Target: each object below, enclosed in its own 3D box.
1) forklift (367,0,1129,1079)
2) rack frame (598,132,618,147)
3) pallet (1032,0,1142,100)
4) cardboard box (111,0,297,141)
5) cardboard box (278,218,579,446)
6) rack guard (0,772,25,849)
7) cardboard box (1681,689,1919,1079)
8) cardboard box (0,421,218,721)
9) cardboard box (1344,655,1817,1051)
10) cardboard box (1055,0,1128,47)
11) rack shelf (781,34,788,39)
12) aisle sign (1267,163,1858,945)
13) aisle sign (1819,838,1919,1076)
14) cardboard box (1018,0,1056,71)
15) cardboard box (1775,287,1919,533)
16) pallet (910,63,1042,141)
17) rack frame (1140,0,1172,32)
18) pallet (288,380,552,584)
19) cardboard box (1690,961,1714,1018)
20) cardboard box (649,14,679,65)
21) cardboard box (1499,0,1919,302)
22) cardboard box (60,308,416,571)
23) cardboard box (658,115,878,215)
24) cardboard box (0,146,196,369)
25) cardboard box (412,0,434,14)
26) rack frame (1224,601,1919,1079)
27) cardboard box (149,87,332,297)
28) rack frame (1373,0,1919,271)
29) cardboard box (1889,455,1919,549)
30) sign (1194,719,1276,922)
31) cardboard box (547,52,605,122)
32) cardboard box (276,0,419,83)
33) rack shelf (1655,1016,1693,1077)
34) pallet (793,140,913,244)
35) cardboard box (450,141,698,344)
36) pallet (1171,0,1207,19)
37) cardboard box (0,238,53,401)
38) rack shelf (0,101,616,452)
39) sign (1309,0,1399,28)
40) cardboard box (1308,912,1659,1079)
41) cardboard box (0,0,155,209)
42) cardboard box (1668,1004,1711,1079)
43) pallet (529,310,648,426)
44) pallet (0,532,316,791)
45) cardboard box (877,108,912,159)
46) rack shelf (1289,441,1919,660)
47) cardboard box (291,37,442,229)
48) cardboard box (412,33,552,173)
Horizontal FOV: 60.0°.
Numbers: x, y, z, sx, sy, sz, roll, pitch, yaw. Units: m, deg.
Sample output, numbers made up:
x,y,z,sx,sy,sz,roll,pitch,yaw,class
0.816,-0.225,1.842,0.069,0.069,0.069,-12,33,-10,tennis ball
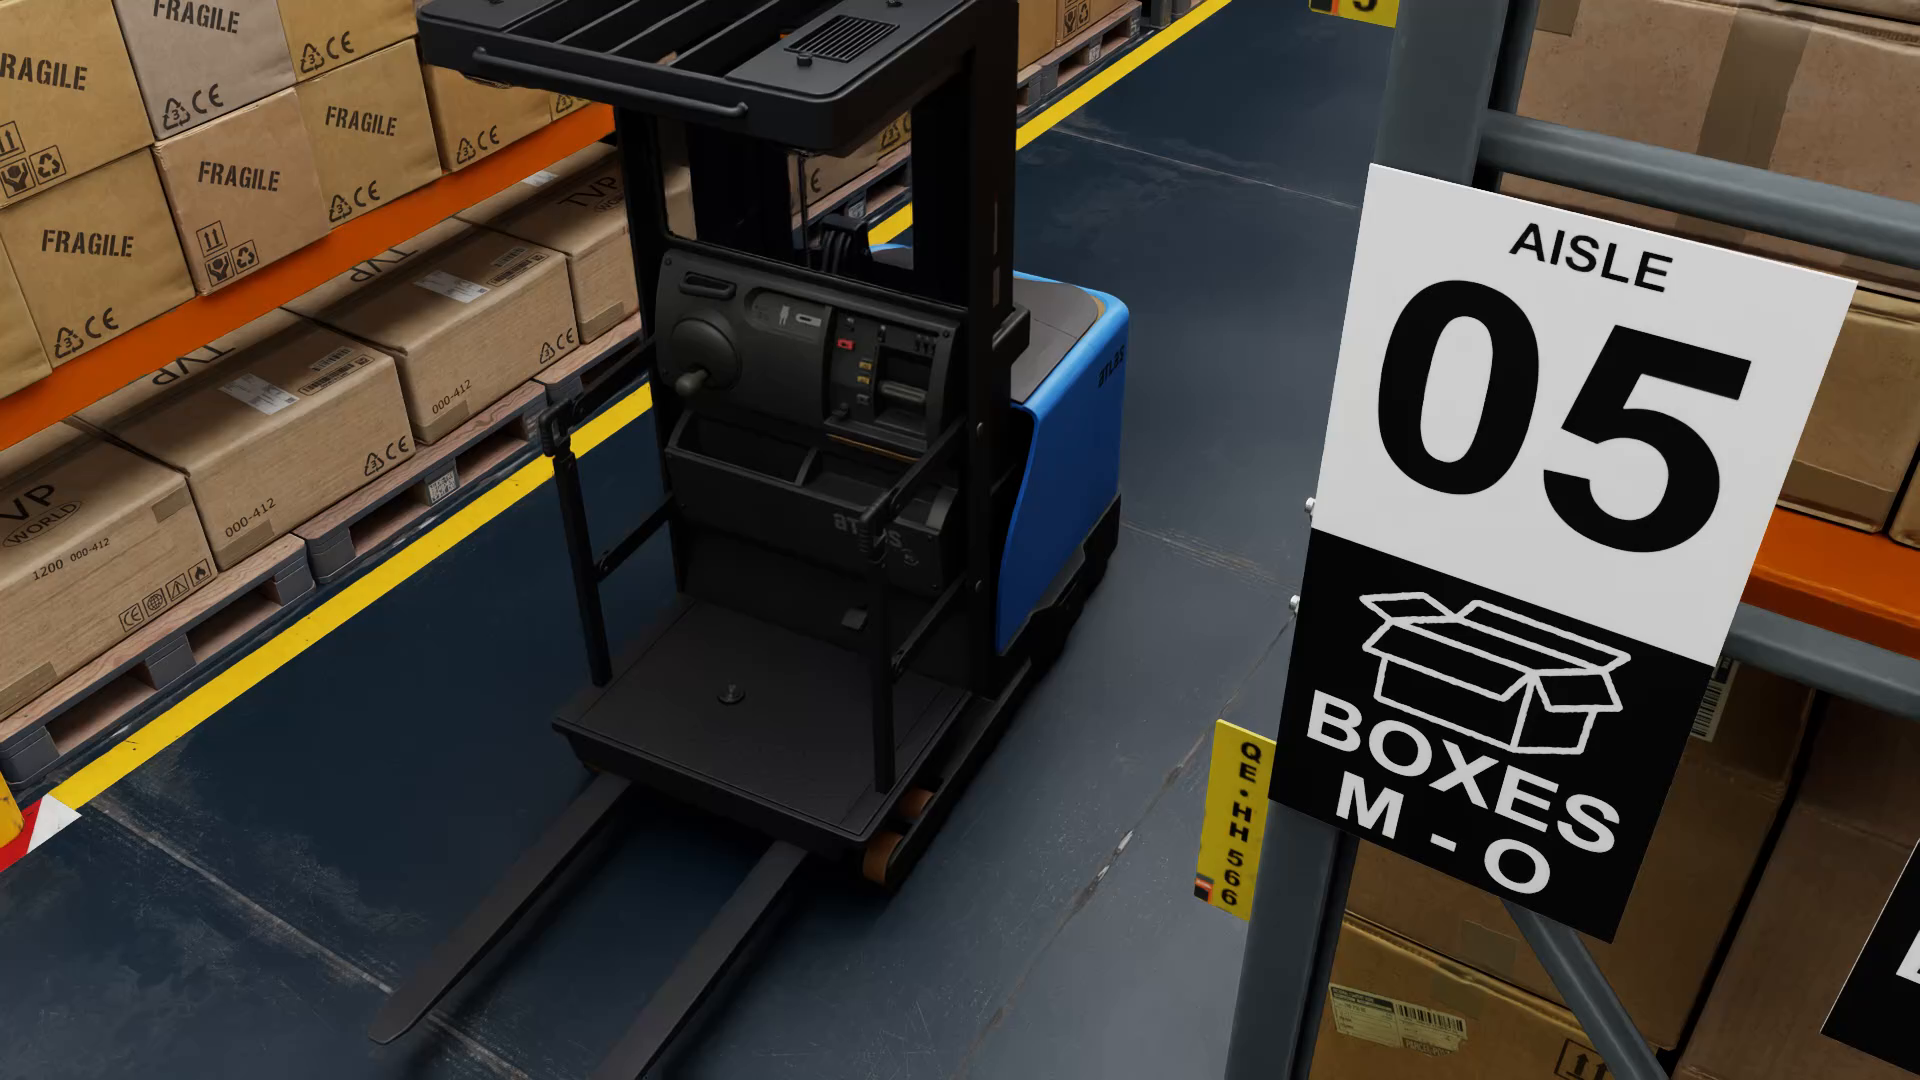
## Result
x,y,z,sx,sy,sz,roll,pitch,yaw,class
-0.535,-0.451,4.434,1.130,2.935,3.031,17,41,21,forklift
-1.276,-2.489,7.022,1.000,3.000,0.127,21,42,25,rack frame
0.381,-3.065,10.053,1.003,0.211,1.213,21,42,25,pallet
-2.381,-1.553,4.907,0.500,0.500,0.500,21,42,25,cardboard box
-2.182,-0.890,6.703,0.875,0.438,0.875,20,42,24,cardboard box
-3.432,0.575,5.094,1.175,0.500,0.348,21,42,25,rack guard
1.279,0.442,2.075,0.500,0.500,0.500,21,42,25,cardboard box
-3.150,0.049,5.485,0.875,0.438,0.875,20,42,24,cardboard box
0.850,0.269,2.299,0.500,0.500,0.500,20,42,24,cardboard box
0.427,-3.547,9.791,0.875,0.875,0.875,21,42,25,cardboard box
-0.205,-3.235,8.579,1.077,0.370,4.000,21,42,25,rack shelf
0.522,0.050,1.599,0.394,0.787,0.004,21,42,25,aisle sign
1.029,0.246,1.344,0.394,0.787,0.004,21,42,25,aisle sign
-0.055,-3.089,9.196,0.875,0.875,0.875,22,43,26,cardboard box
0.835,-0.309,1.861,0.500,0.250,0.500,20,42,24,cardboard box
-0.273,-2.439,9.240,1.003,0.211,1.213,21,42,25,pallet
0.867,-4.551,9.697,1.000,3.000,0.127,21,42,25,rack frame
-2.402,-0.387,6.579,1.003,0.211,1.213,21,42,25,pallet
1.554,0.557,2.745,0.500,0.500,0.500,21,42,25,cardboard box
-1.309,-2.206,6.573,0.500,0.500,0.500,22,43,26,cardboard box
0.847,-0.507,1.708,0.500,0.250,0.500,20,42,24,cardboard box
-2.667,-0.426,6.100,0.875,0.438,0.875,22,43,26,cardboard box
-1.011,-2.160,7.991,0.875,0.875,0.875,23,43,26,cardboard box
-2.672,-0.890,4.866,0.500,0.500,0.500,21,42,25,cardboard box
-1.839,-2.067,5.573,0.500,0.500,0.500,22,43,26,cardboard box
0.815,1.140,2.314,1.000,3.000,0.127,21,42,25,rack frame
-2.384,-1.146,5.198,0.500,0.500,0.500,21,42,25,cardboard box
0.815,-1.236,0.483,1.000,3.000,0.127,21,42,25,rack frame
1.271,-0.136,1.636,0.500,0.250,0.500,23,43,27,cardboard box
0.357,0.365,2.113,0.100,0.325,0.005,21,42,25,sign
-1.580,-1.939,6.226,0.500,0.500,0.500,20,42,24,cardboard box
-2.115,-1.811,5.241,0.500,0.500,0.500,21,42,25,cardboard box
1.886,0.394,3.871,1.077,0.370,4.000,21,42,25,rack shelf
-0.926,-1.807,8.421,1.003,0.211,1.213,21,42,25,pallet
-1.703,-1.352,7.302,0.875,0.438,0.875,21,42,24,cardboard box
1.287,-3.849,11.070,1.003,0.211,1.213,21,42,25,pallet
-2.919,-0.620,4.516,0.500,0.500,0.500,21,42,25,cardboard box
-2.348,-1.173,5.904,1.077,0.370,4.000,21,42,25,rack shelf
0.357,-0.590,1.377,0.100,0.325,0.005,21,42,25,sign
0.838,0.667,2.603,0.500,0.500,0.500,22,43,26,cardboard box
-2.650,-1.285,4.560,0.500,0.500,0.500,20,42,24,cardboard box
1.289,0.842,2.376,0.500,0.500,0.500,23,43,27,cardboard box
-1.750,-1.018,7.398,1.003,0.211,1.213,21,42,25,pallet
-3.057,0.240,5.766,1.003,0.211,1.213,21,42,25,pallet
-0.534,-2.628,8.598,0.875,0.875,0.875,22,43,26,cardboard box
1.886,-0.794,2.955,1.077,0.370,4.000,21,42,25,rack shelf
-2.130,-1.410,5.540,0.500,0.500,0.500,23,43,27,cardboard box
-1.837,-1.675,5.884,0.500,0.500,0.500,21,42,24,cardboard box
